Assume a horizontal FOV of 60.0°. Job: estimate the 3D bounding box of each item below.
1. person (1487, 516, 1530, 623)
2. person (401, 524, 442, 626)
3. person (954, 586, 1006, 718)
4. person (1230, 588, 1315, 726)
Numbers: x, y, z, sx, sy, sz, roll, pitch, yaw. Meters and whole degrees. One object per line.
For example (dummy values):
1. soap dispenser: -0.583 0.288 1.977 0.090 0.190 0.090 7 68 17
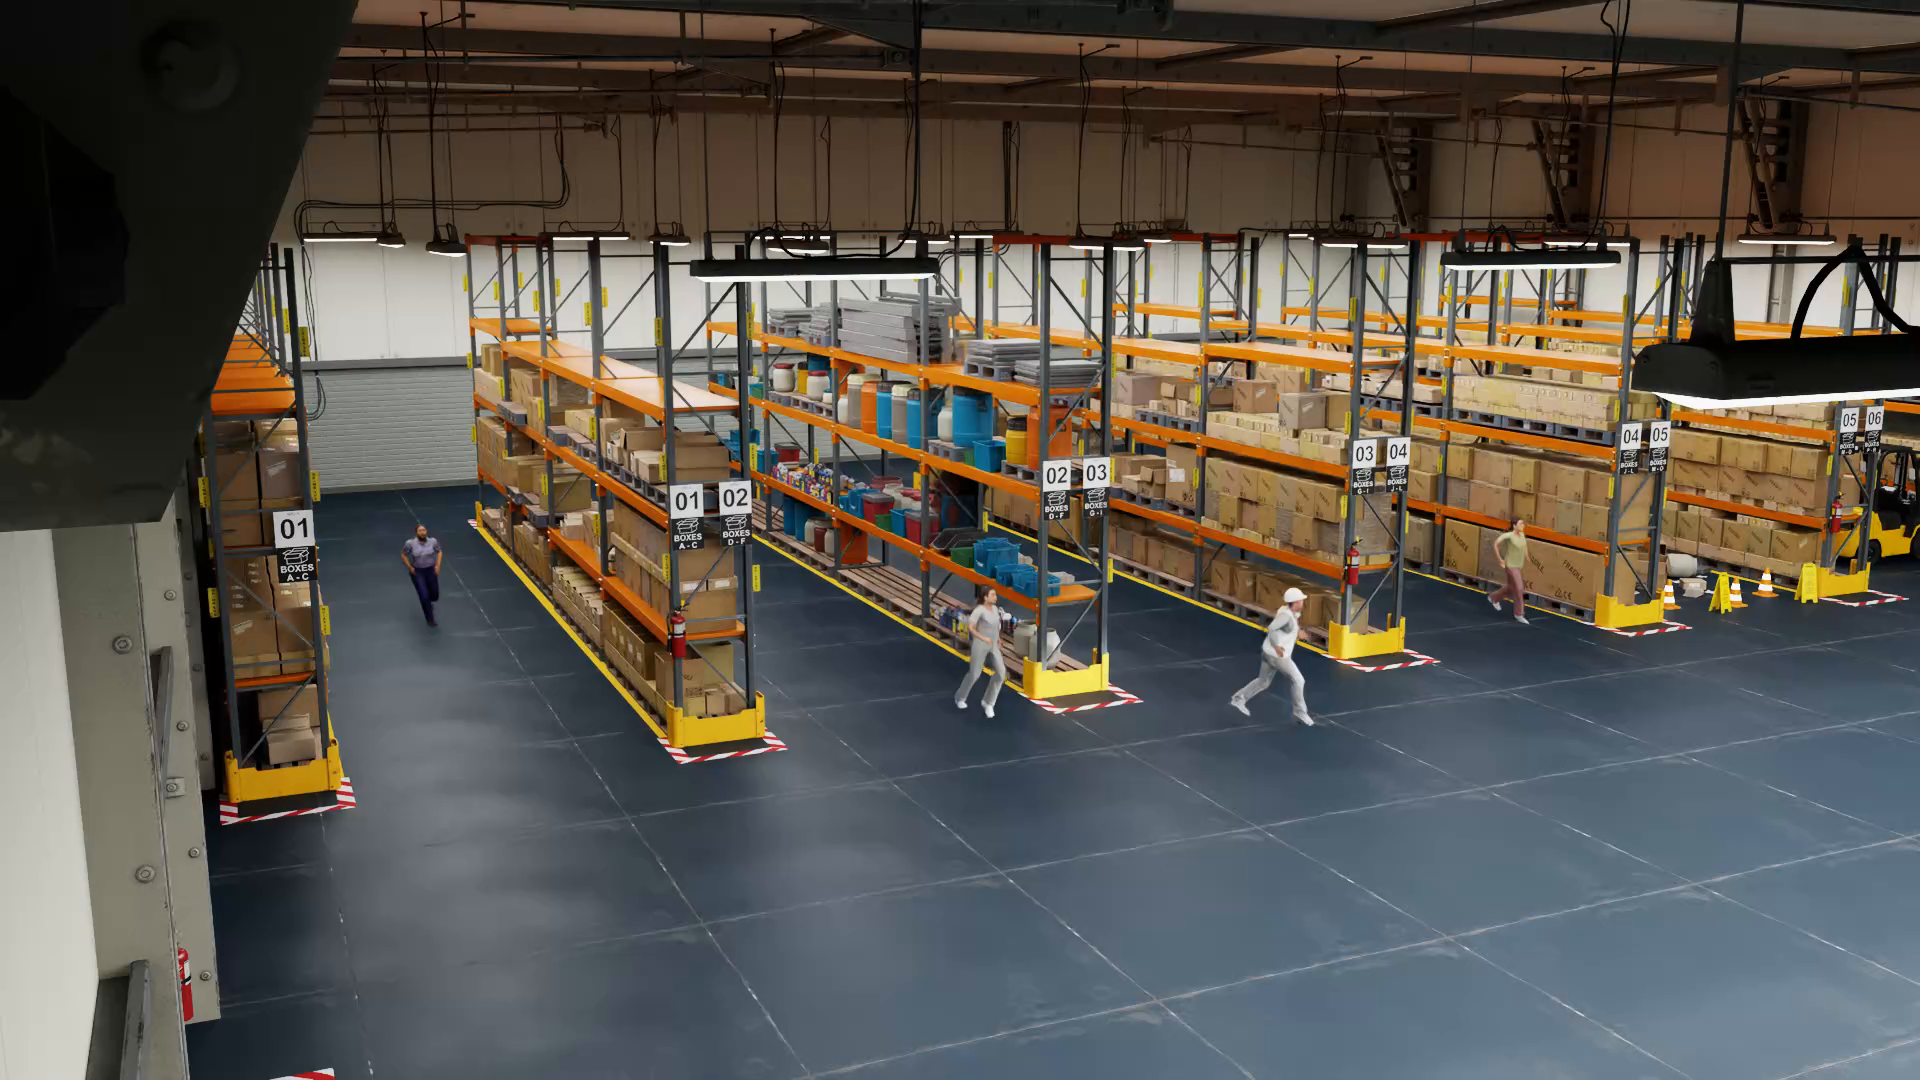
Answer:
1. person: 8.808 0.454 26.564 0.591 1.713 0.832 -7 13 -32
2. person: -8.475 0.531 26.251 0.627 1.619 0.611 -6 12 -28
3. person: 0.325 1.415 21.545 0.636 1.682 0.690 -9 14 -40
4. person: 3.964 1.471 20.991 1.064 1.782 0.660 0 11 0
